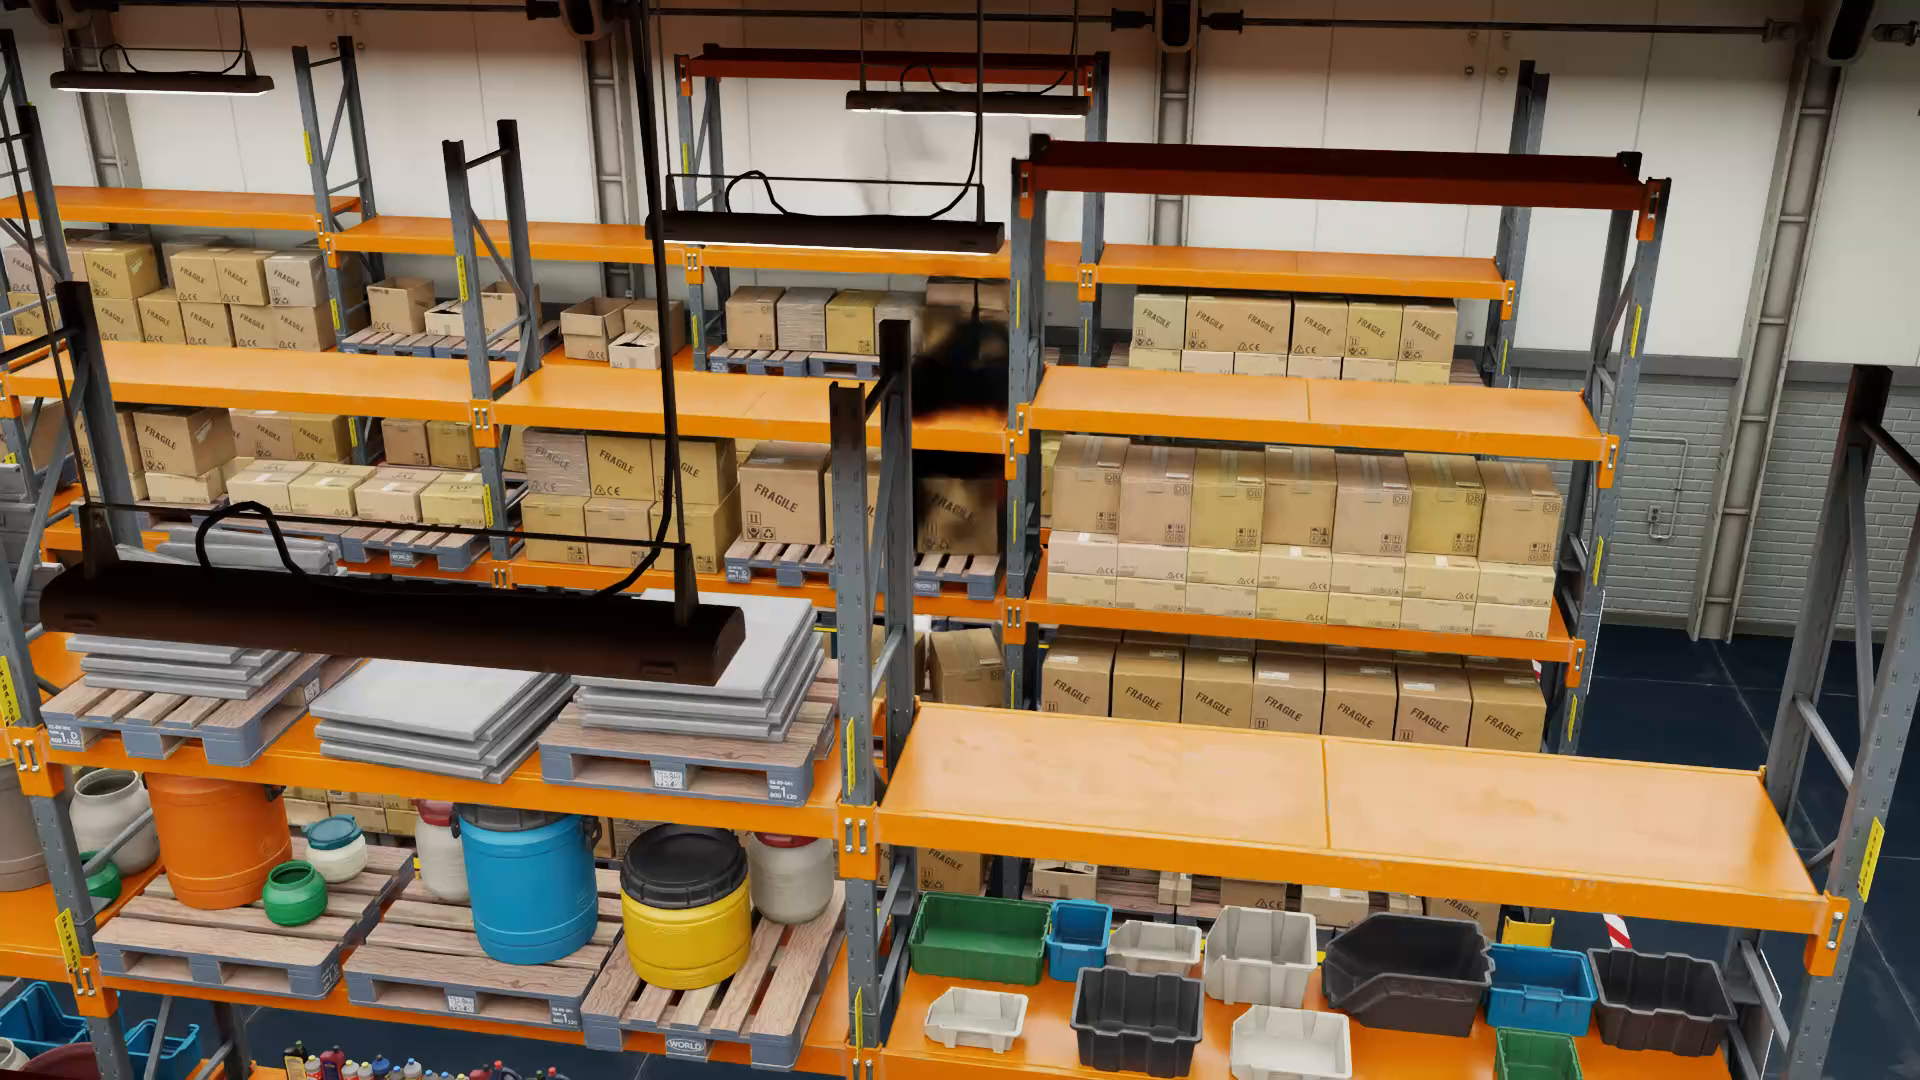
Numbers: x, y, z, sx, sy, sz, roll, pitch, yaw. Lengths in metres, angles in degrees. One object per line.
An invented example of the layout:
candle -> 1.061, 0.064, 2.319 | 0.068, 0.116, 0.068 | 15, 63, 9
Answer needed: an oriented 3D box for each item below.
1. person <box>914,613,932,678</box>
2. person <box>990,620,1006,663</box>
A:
person -> -0.472, 1.183, 15.328 | 0.623, 1.725, 0.685 | 2, 23, 5
person -> 0.402, 1.181, 15.606 | 0.605, 1.558, 0.560 | 6, 24, 13
